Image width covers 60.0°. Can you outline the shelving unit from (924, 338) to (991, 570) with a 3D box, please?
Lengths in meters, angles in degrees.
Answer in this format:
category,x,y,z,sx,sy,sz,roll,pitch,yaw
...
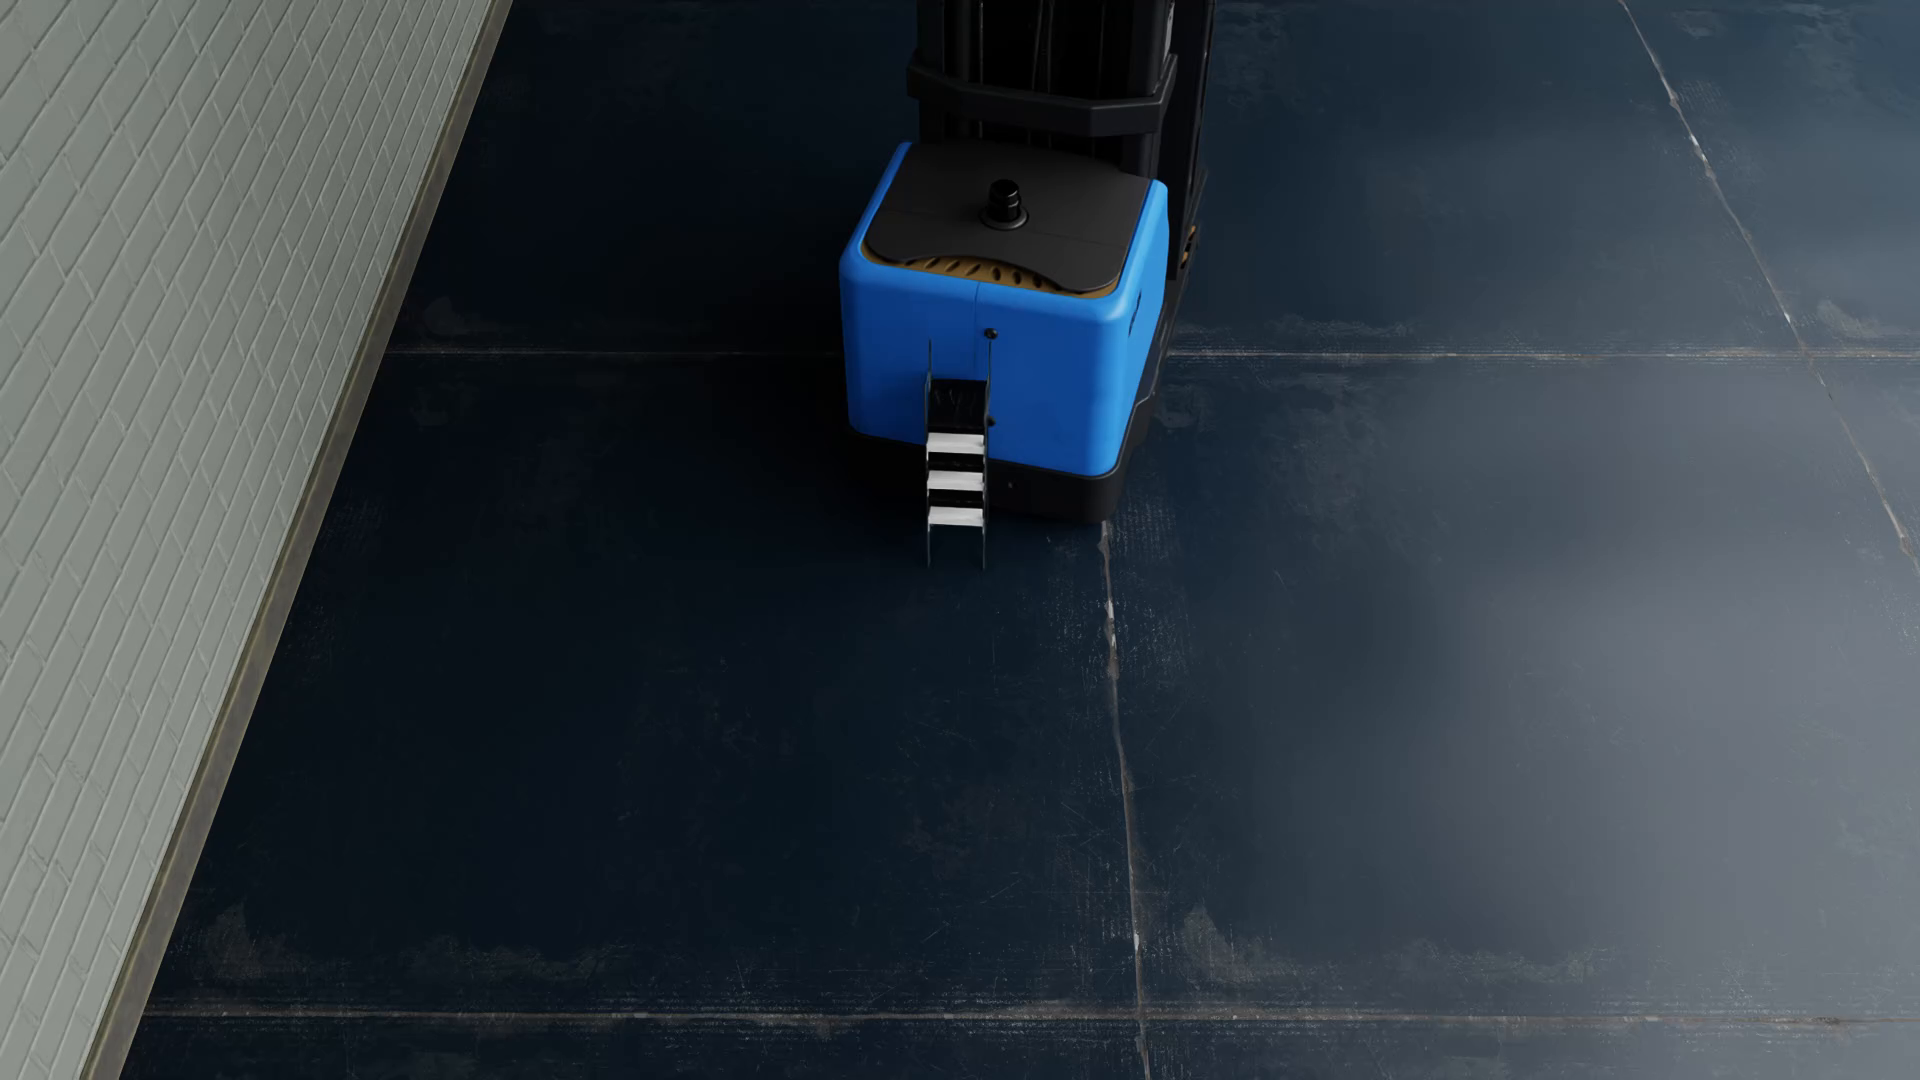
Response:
category,x,y,z,sx,sy,sz,roll,pitch,yaw
shelving unit,-0.007,-0.287,5.902,0.210,0.900,0.258,3,47,3

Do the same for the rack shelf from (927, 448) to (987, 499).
category,x,y,z,sx,sy,sz,roll,pitch,yaw
rack shelf,-0.007,-0.264,5.927,0.200,0.077,0.258,3,47,3

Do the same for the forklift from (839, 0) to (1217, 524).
category,x,y,z,sx,sy,sz,roll,pitch,yaw
forklift,0.442,-2.160,6.258,1.130,2.935,3.031,11,48,10

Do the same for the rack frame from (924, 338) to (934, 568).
category,x,y,z,sx,sy,sz,roll,pitch,yaw
rack frame,-0.109,-0.292,5.907,0.006,0.900,0.240,3,47,3

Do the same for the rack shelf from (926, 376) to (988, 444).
category,x,y,z,sx,sy,sz,roll,pitch,yaw
rack shelf,-0.007,-0.448,5.729,0.200,0.077,0.258,3,47,3

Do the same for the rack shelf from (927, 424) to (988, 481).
category,x,y,z,sx,sy,sz,roll,pitch,yaw
rack shelf,-0.007,-0.326,5.861,0.200,0.077,0.258,3,47,3

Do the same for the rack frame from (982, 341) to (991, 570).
category,x,y,z,sx,sy,sz,roll,pitch,yaw
rack frame,0.094,-0.282,5.898,0.006,0.900,0.240,3,47,3

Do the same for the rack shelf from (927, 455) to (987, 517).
category,x,y,z,sx,sy,sz,roll,pitch,yaw
rack shelf,-0.007,-0.203,5.993,0.200,0.077,0.258,3,47,3

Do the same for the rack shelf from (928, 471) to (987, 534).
category,x,y,z,sx,sy,sz,roll,pitch,yaw
rack shelf,-0.007,-0.142,6.058,0.200,0.077,0.258,3,47,3

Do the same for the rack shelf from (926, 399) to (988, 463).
category,x,y,z,sx,sy,sz,roll,pitch,yaw
rack shelf,-0.007,-0.387,5.795,0.200,0.077,0.258,3,47,3
